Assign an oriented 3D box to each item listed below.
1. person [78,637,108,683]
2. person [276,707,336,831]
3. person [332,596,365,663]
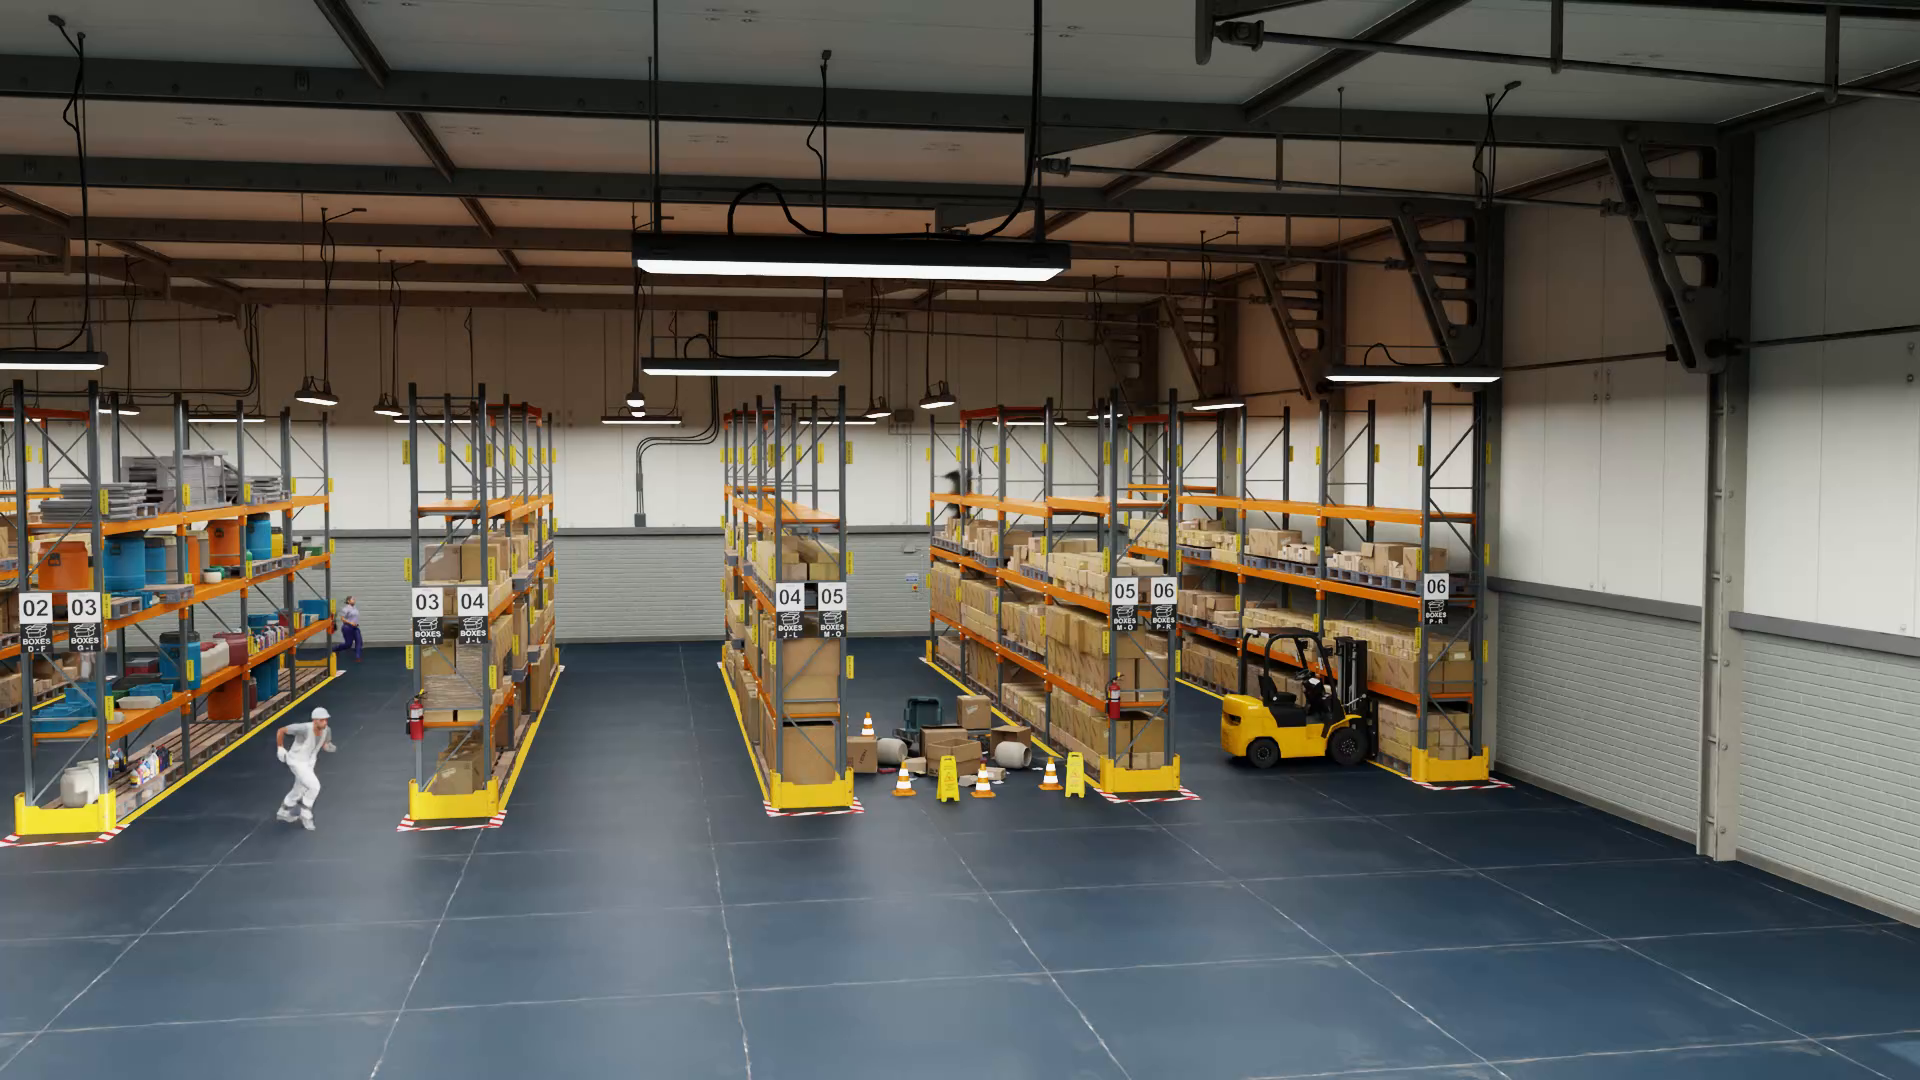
[{"bbox_3d":[-17.529,2.447,33.581,0.606,1.801,0.855,-1,3,-21],"label":"person"},{"bbox_3d":[-8.815,3.063,22.267,0.994,1.684,0.706,1,3,25],"label":"person"},{"bbox_3d":[-14.769,2.167,40.244,0.829,1.642,0.625,1,3,14],"label":"person"}]
